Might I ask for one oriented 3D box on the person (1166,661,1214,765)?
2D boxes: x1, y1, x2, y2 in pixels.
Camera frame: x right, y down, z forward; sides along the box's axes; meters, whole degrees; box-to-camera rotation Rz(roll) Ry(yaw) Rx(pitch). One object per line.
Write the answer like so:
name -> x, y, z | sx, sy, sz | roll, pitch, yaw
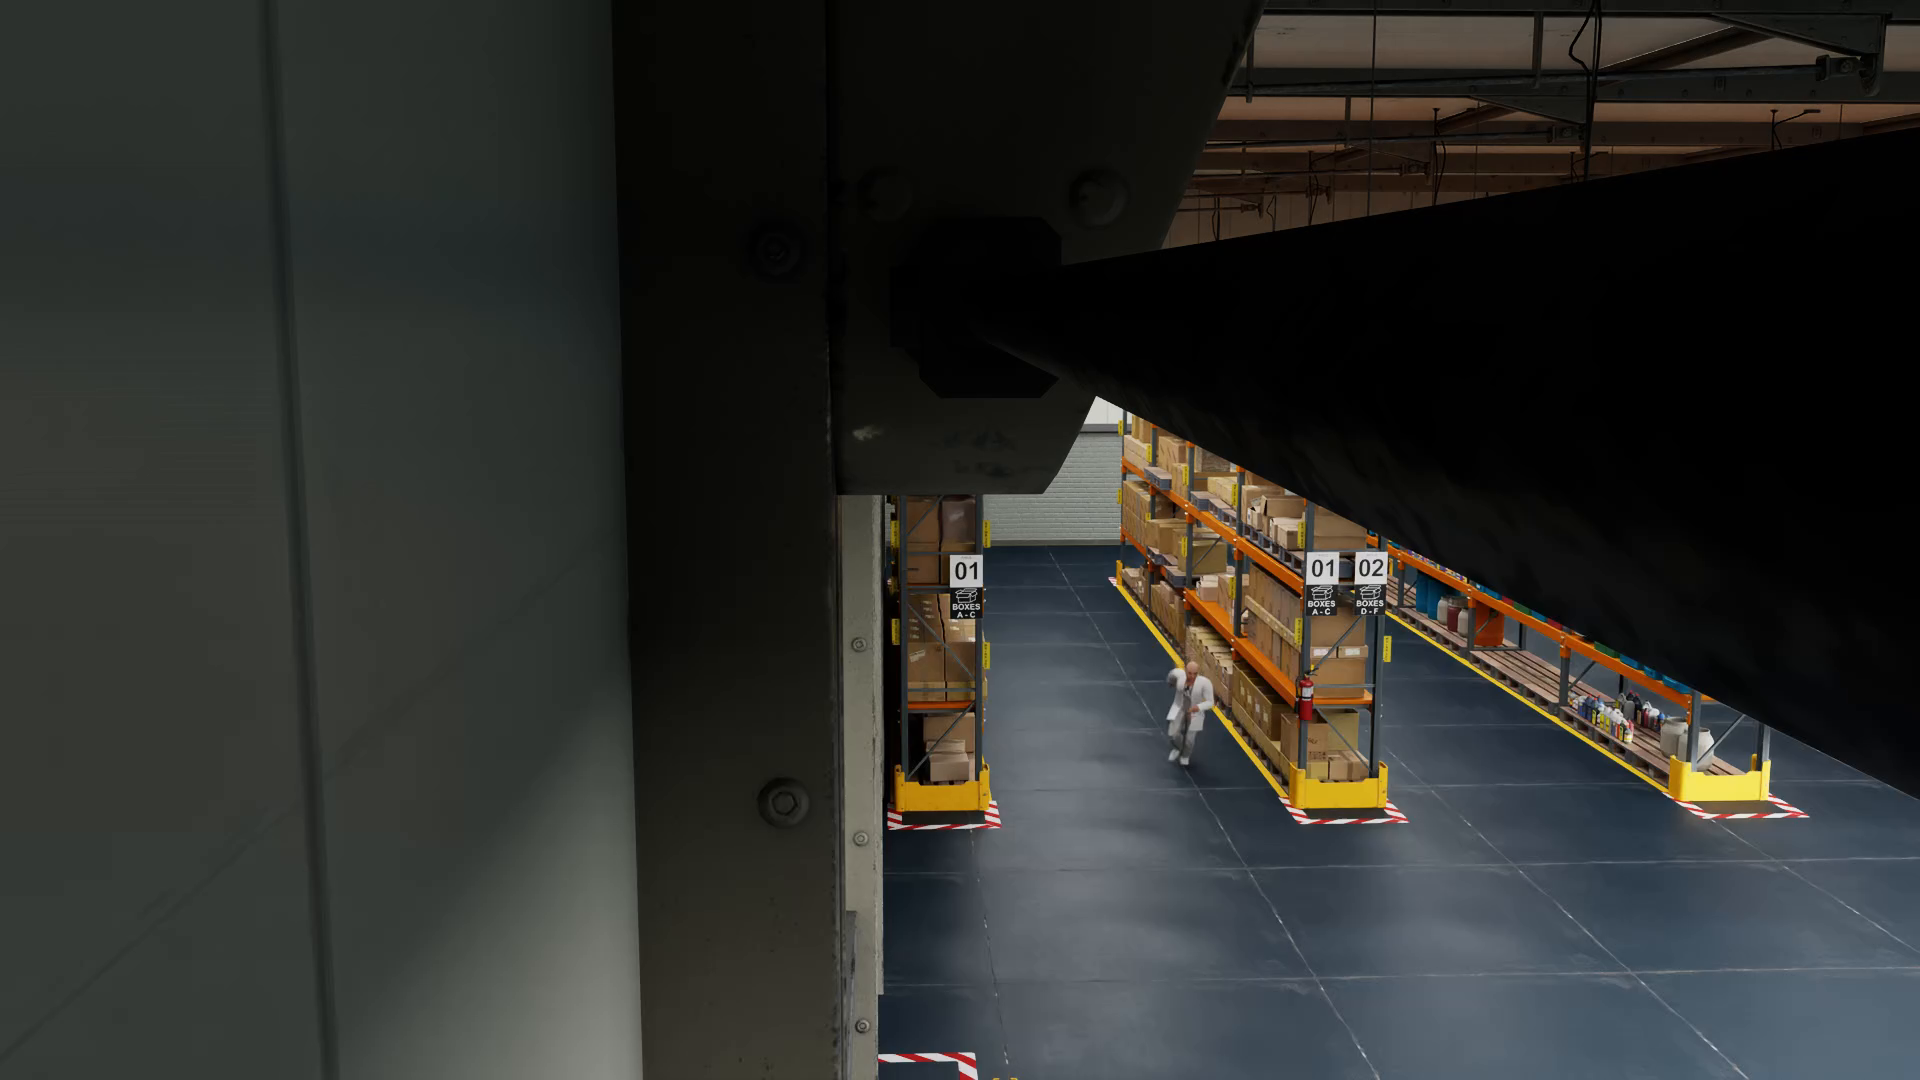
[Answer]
person -> 3.034, 2.310, 22.110 | 0.726, 1.547, 1.042 | 3, 9, 17
